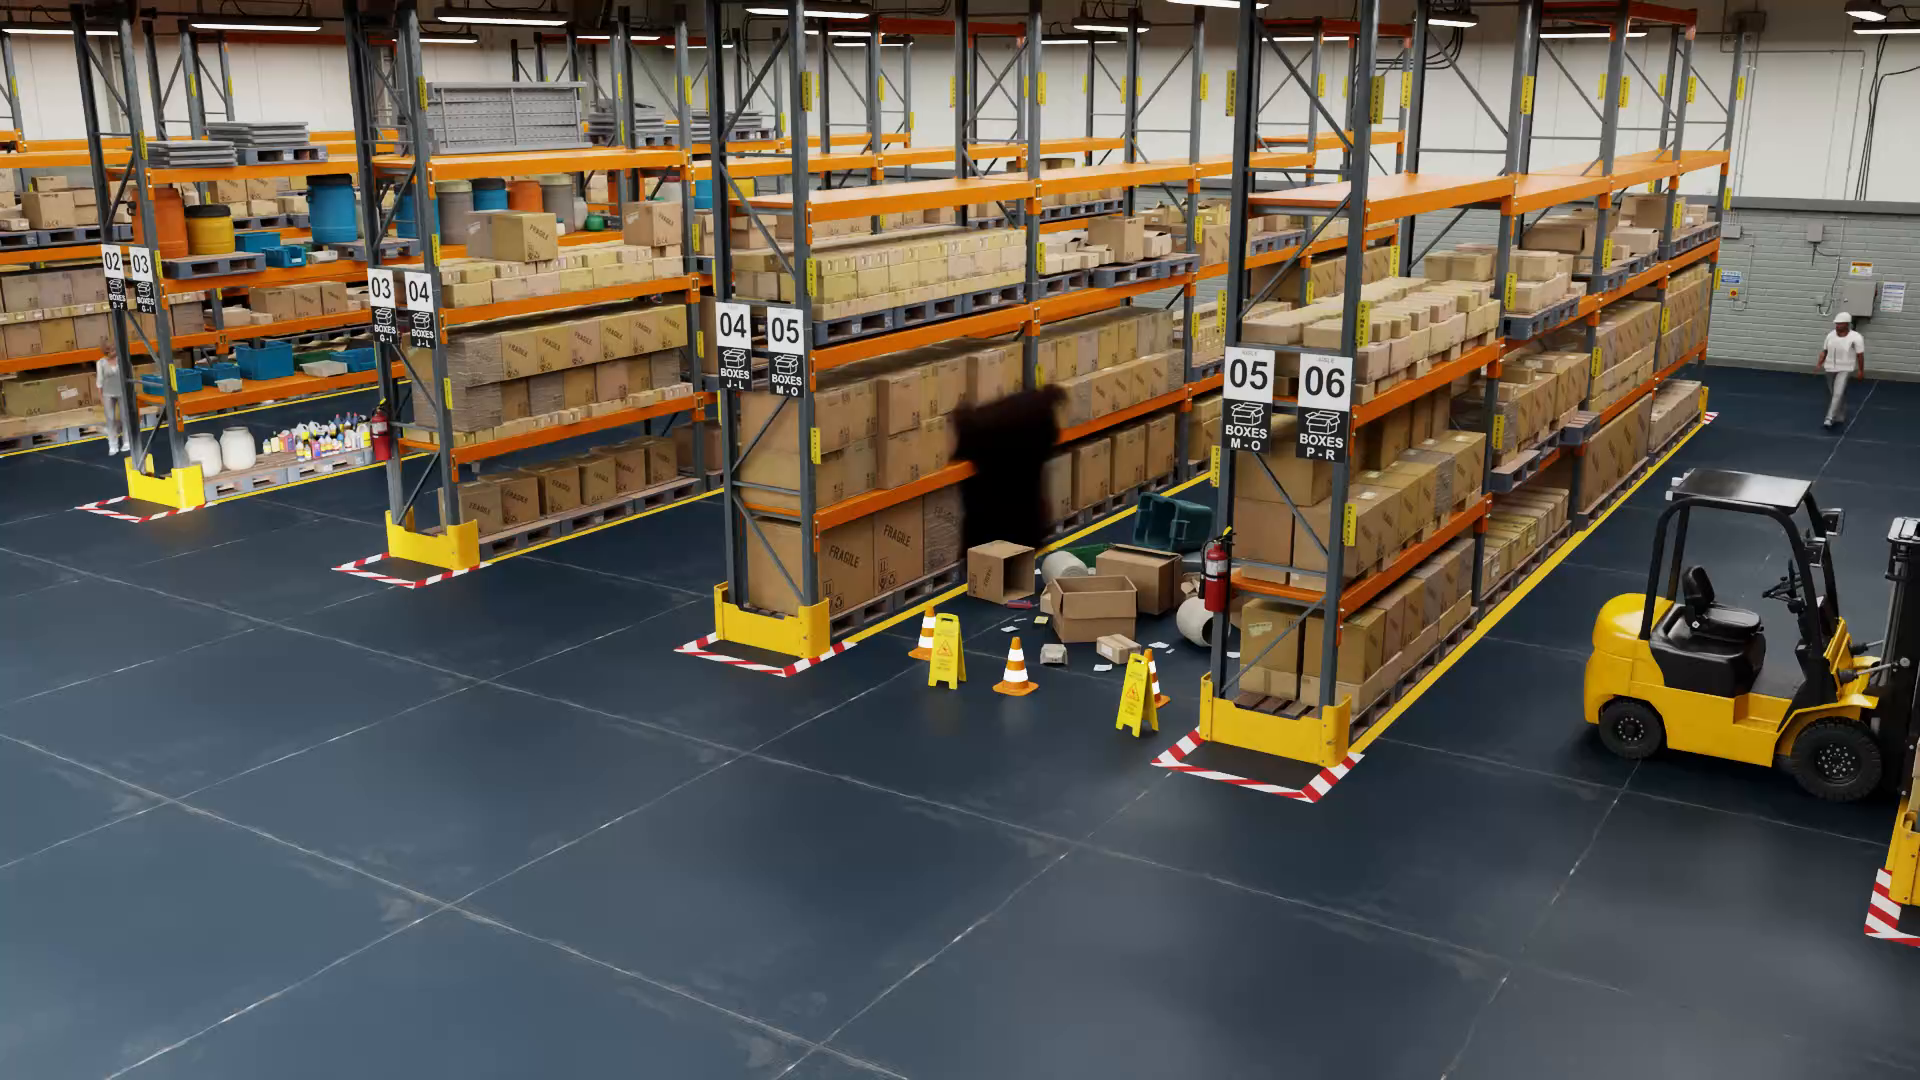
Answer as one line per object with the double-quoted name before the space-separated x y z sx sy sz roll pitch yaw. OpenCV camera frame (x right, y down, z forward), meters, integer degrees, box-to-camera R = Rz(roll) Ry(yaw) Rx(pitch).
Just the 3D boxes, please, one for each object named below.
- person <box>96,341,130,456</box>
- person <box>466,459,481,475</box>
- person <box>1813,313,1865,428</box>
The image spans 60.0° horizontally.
"person" -11.984 -2.013 23.599 0.430 1.617 0.447 -7 17 -25
"person" -6.686 -1.833 22.517 0.540 1.826 0.642 3 16 9
"person" 13.321 -2.586 25.247 1.016 1.718 0.620 -11 19 -35
